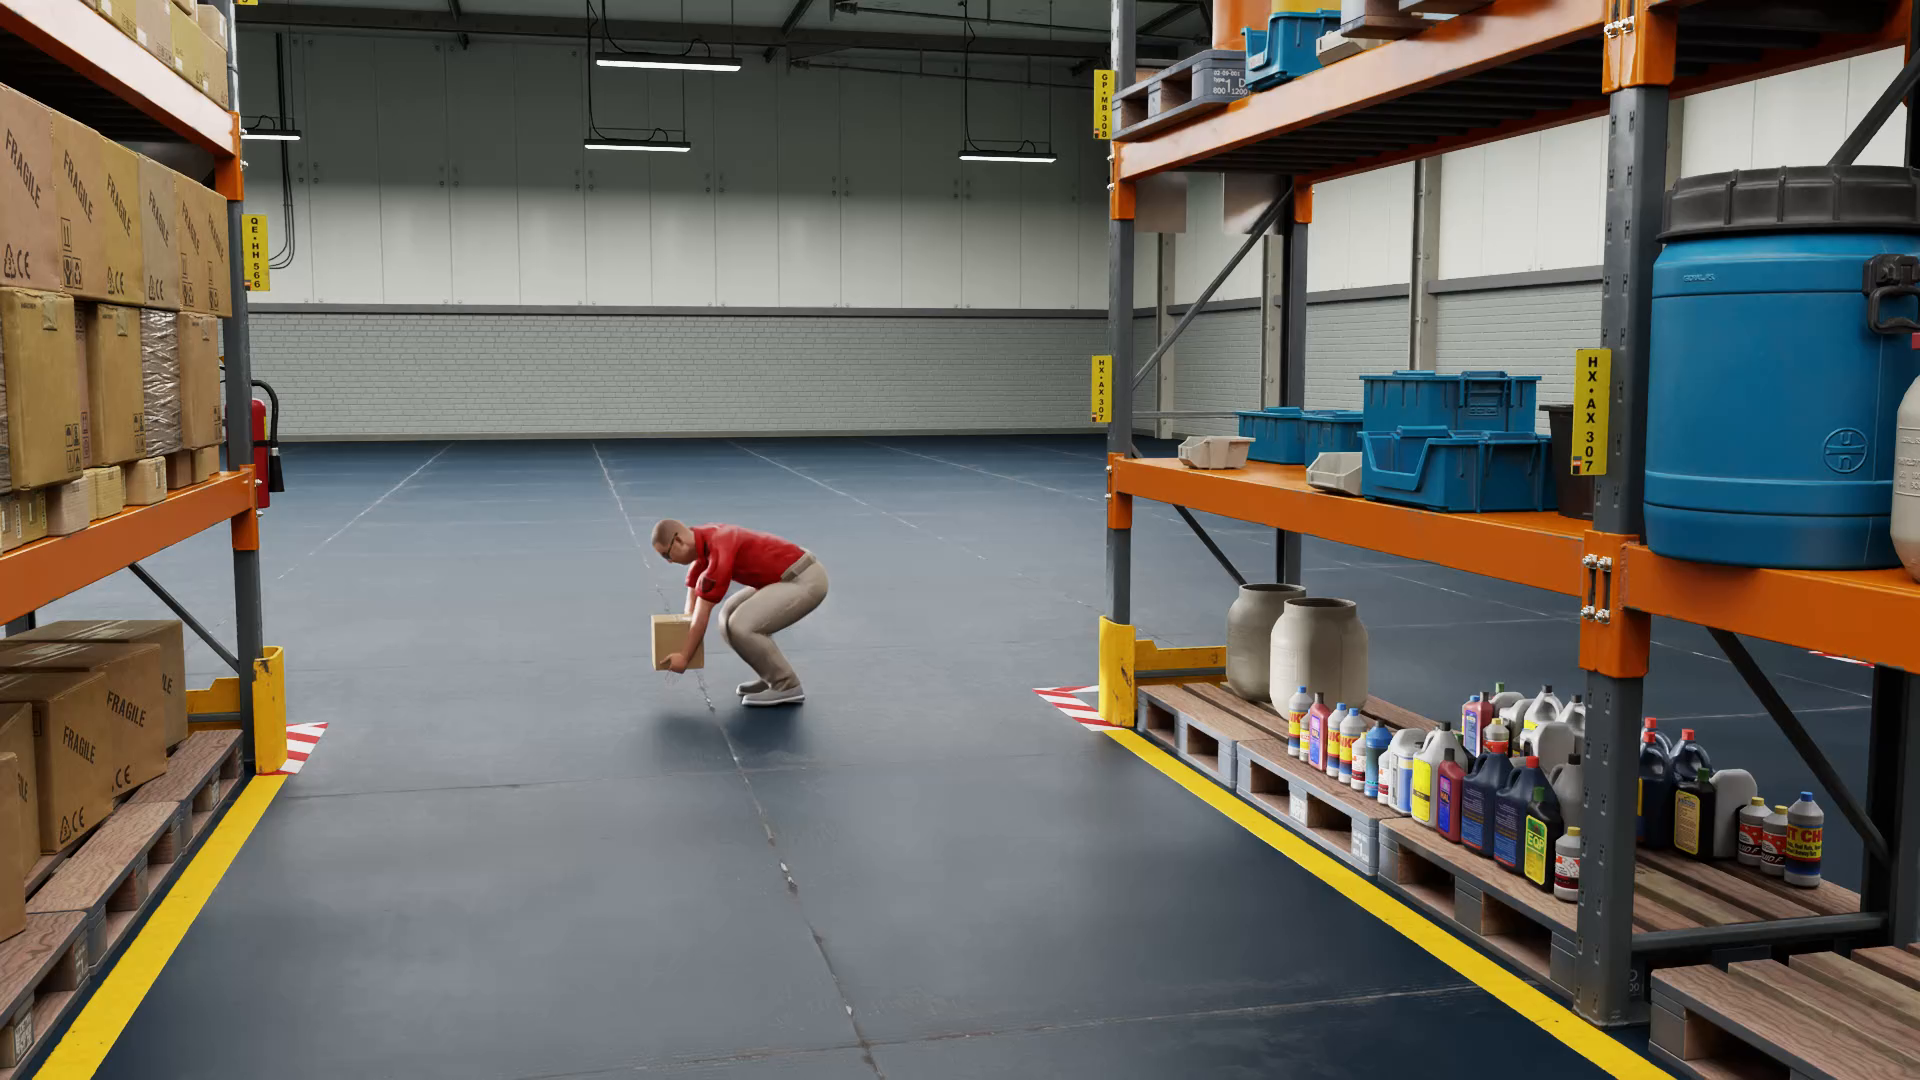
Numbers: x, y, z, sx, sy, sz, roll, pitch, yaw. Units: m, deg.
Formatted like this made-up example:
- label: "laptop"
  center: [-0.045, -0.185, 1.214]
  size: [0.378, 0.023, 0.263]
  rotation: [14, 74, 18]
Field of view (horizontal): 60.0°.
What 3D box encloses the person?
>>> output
- label: "person"
  center: [-1.143, 0.362, 8.688]
  size: [0.918, 0.980, 0.542]
  rotation: [-2, 6, -16]
